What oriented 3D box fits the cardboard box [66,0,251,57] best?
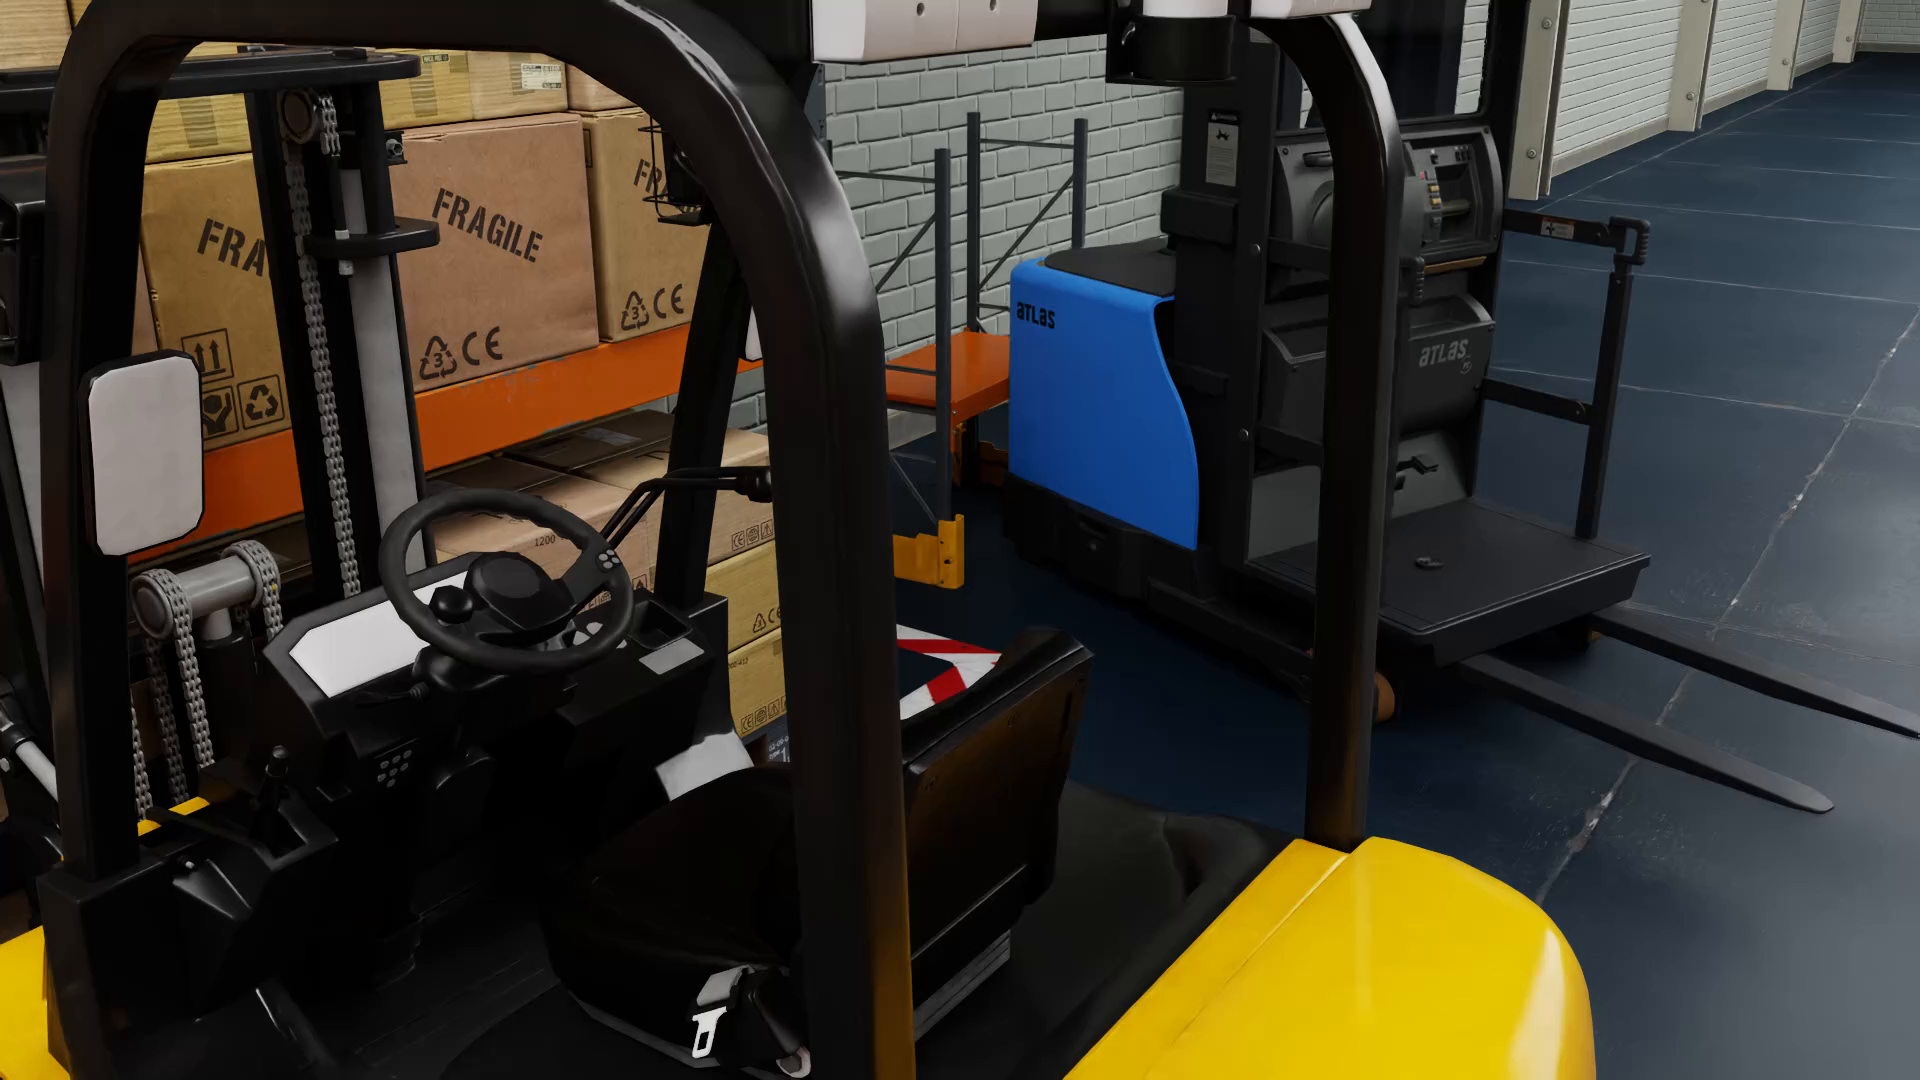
[{"bbox_3d":[-1.442,-0.894,2.850,0.380,0.149,0.250,14,24,33],"label":"cardboard box"}]

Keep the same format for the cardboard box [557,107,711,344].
[{"bbox_3d":[-0.840,-0.787,3.926,0.500,0.500,0.500,13,24,31],"label":"cardboard box"}]

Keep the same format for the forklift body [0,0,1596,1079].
[{"bbox_3d":[-0.338,0.365,2.178,2.313,2.155,1.214,13,24,32],"label":"forklift body"}]

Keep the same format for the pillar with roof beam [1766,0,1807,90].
[{"bbox_3d":[15.135,-9.769,19.704,9.100,9.000,0.400,13,24,32],"label":"pillar with roof beam"}]

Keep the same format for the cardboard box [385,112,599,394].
[{"bbox_3d":[-1.139,-0.640,3.528,0.500,0.500,0.500,14,25,33],"label":"cardboard box"}]

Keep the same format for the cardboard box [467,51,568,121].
[{"bbox_3d":[-1.059,-0.988,3.534,0.380,0.149,0.250,14,24,33],"label":"cardboard box"}]

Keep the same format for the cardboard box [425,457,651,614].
[{"bbox_3d":[-1.064,0.031,3.773,0.500,0.250,0.500,14,24,33],"label":"cardboard box"}]

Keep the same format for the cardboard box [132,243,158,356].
[{"bbox_3d":[-1.701,-0.347,2.735,0.500,0.500,0.500,13,24,32],"label":"cardboard box"}]

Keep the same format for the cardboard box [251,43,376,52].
[{"bbox_3d":[-1.301,-0.969,3.054,0.380,0.149,0.250,14,24,33],"label":"cardboard box"}]

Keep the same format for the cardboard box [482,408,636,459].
[{"bbox_3d":[-1.207,-0.208,4.421,0.500,0.250,0.500,13,24,31],"label":"cardboard box"}]

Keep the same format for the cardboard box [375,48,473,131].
[{"bbox_3d":[-1.208,-0.919,3.348,0.380,0.149,0.250,13,24,31],"label":"cardboard box"}]

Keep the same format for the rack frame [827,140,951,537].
[{"bbox_3d":[-0.254,-0.591,5.702,0.500,1.500,0.032,11,23,28],"label":"rack frame"}]

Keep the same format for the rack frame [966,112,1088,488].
[{"bbox_3d":[0.251,-0.897,6.529,0.500,1.500,0.032,11,23,28],"label":"rack frame"}]

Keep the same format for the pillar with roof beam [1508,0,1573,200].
[{"bbox_3d":[8.389,-6.326,10.396,9.100,9.000,0.400,13,24,32],"label":"pillar with roof beam"}]

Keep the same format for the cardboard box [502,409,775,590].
[{"bbox_3d":[-0.781,-0.116,4.173,0.500,0.250,0.500,14,25,34],"label":"cardboard box"}]

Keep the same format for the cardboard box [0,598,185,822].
[{"bbox_3d":[-1.630,0.322,2.988,0.500,0.250,0.500,13,24,31],"label":"cardboard box"}]

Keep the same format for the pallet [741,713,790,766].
[{"bbox_3d":[-1.176,0.602,4.332,1.003,0.211,1.213,13,24,32],"label":"pallet"}]

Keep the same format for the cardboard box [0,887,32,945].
[{"bbox_3d":[-1.644,0.563,3.058,0.500,0.250,0.500,13,24,32],"label":"cardboard box"}]

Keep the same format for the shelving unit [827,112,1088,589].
[{"bbox_3d":[-0.006,-0.742,6.108,0.587,1.500,1.083,11,23,28],"label":"shelving unit"}]

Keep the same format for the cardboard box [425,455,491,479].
[{"bbox_3d":[-1.485,-0.064,4.032,0.500,0.250,0.500,13,24,32],"label":"cardboard box"}]

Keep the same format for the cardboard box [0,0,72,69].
[{"bbox_3d":[-1.665,-0.838,2.700,0.380,0.149,0.250,14,24,33],"label":"cardboard box"}]

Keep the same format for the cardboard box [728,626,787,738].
[{"bbox_3d":[-0.783,0.356,4.337,0.500,0.250,0.500,13,24,32],"label":"cardboard box"}]

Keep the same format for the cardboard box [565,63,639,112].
[{"bbox_3d":[-0.863,-1.051,3.703,0.380,0.149,0.250,14,24,33],"label":"cardboard box"}]

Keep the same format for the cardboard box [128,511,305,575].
[{"bbox_3d":[-1.775,0.077,3.649,0.500,0.250,0.500,13,24,31],"label":"cardboard box"}]

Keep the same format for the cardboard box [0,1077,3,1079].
[{"bbox_3d":[-1.935,0.934,2.774,0.500,0.250,0.500,14,24,33],"label":"cardboard box"}]

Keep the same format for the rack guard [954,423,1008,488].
[{"bbox_3d":[0.241,-0.305,6.730,0.587,0.250,0.087,11,23,28],"label":"rack guard"}]

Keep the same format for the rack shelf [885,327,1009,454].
[{"bbox_3d":[-0.001,-0.576,6.178,0.538,0.185,1.000,11,23,28],"label":"rack shelf"}]

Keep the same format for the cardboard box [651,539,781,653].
[{"bbox_3d":[-0.796,0.126,4.239,0.500,0.250,0.500,13,24,31],"label":"cardboard box"}]

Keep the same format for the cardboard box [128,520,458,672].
[{"bbox_3d":[-1.339,0.178,3.377,0.500,0.250,0.500,14,24,32],"label":"cardboard box"}]

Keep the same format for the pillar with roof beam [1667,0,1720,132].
[{"bbox_3d":[11.762,-8.048,15.050,9.100,9.000,0.400,13,24,32],"label":"pillar with roof beam"}]

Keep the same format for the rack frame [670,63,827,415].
[{"bbox_3d":[-0.781,-0.933,4.464,1.000,3.000,0.127,13,24,32],"label":"rack frame"}]

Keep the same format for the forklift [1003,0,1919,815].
[{"bbox_3d":[1.418,-1.022,4.803,1.130,2.935,3.031,-14,24,-33],"label":"forklift"}]

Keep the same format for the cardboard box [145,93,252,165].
[{"bbox_3d":[-1.445,-0.757,2.909,0.380,0.149,0.250,13,24,32],"label":"cardboard box"}]

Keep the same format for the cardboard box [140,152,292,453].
[{"bbox_3d":[-1.427,-0.493,3.131,0.500,0.500,0.500,13,24,31],"label":"cardboard box"}]

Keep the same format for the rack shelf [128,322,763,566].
[{"bbox_3d":[-1.905,-0.022,3.037,1.077,0.370,4.000,13,24,32],"label":"rack shelf"}]

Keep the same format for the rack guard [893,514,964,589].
[{"bbox_3d":[-0.253,-0.006,5.920,0.587,0.250,0.087,11,23,28],"label":"rack guard"}]

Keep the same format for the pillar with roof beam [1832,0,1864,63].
[{"bbox_3d":[18.507,-11.491,24.358,9.100,9.000,0.400,13,24,32],"label":"pillar with roof beam"}]
